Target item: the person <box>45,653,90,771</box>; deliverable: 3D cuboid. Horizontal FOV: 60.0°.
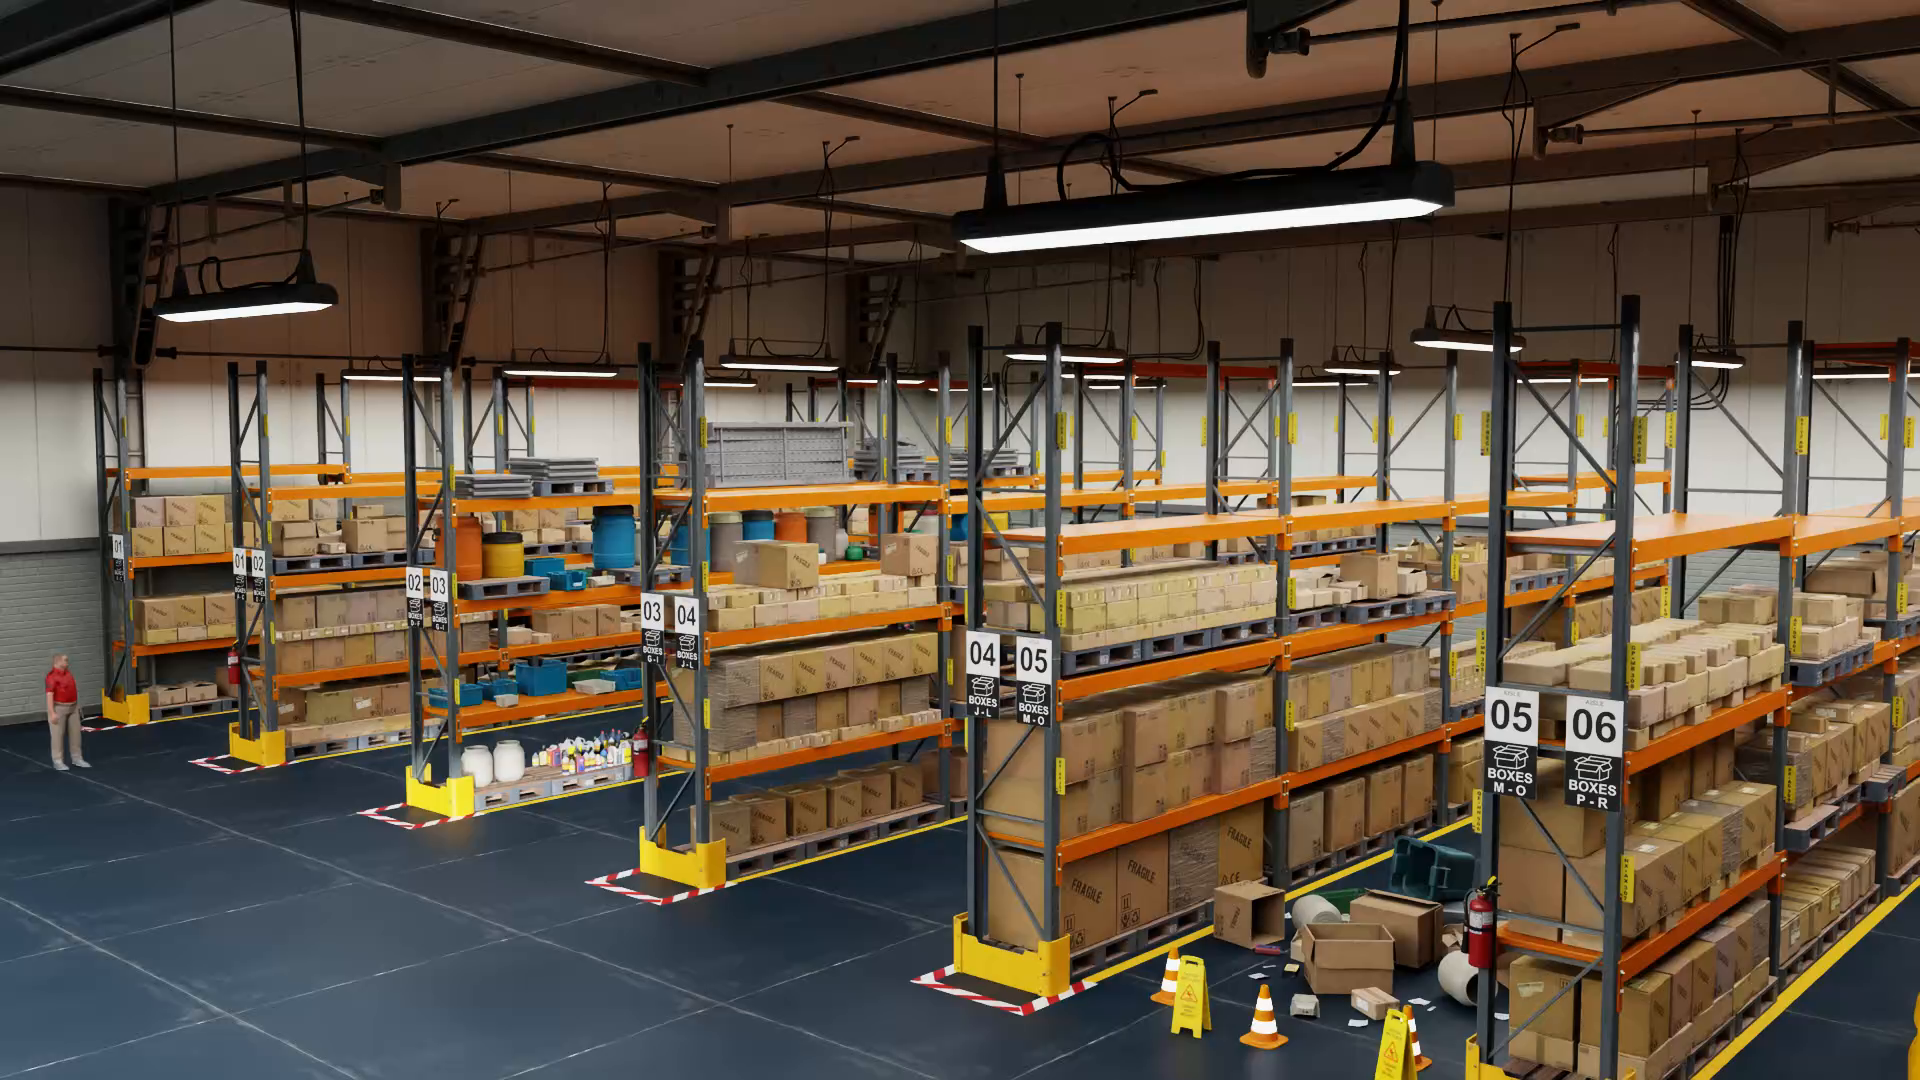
[{"bbox_3d":[-13.160,2.516,24.436,0.410,1.735,0.601,2,5,21],"label":"person"}]
